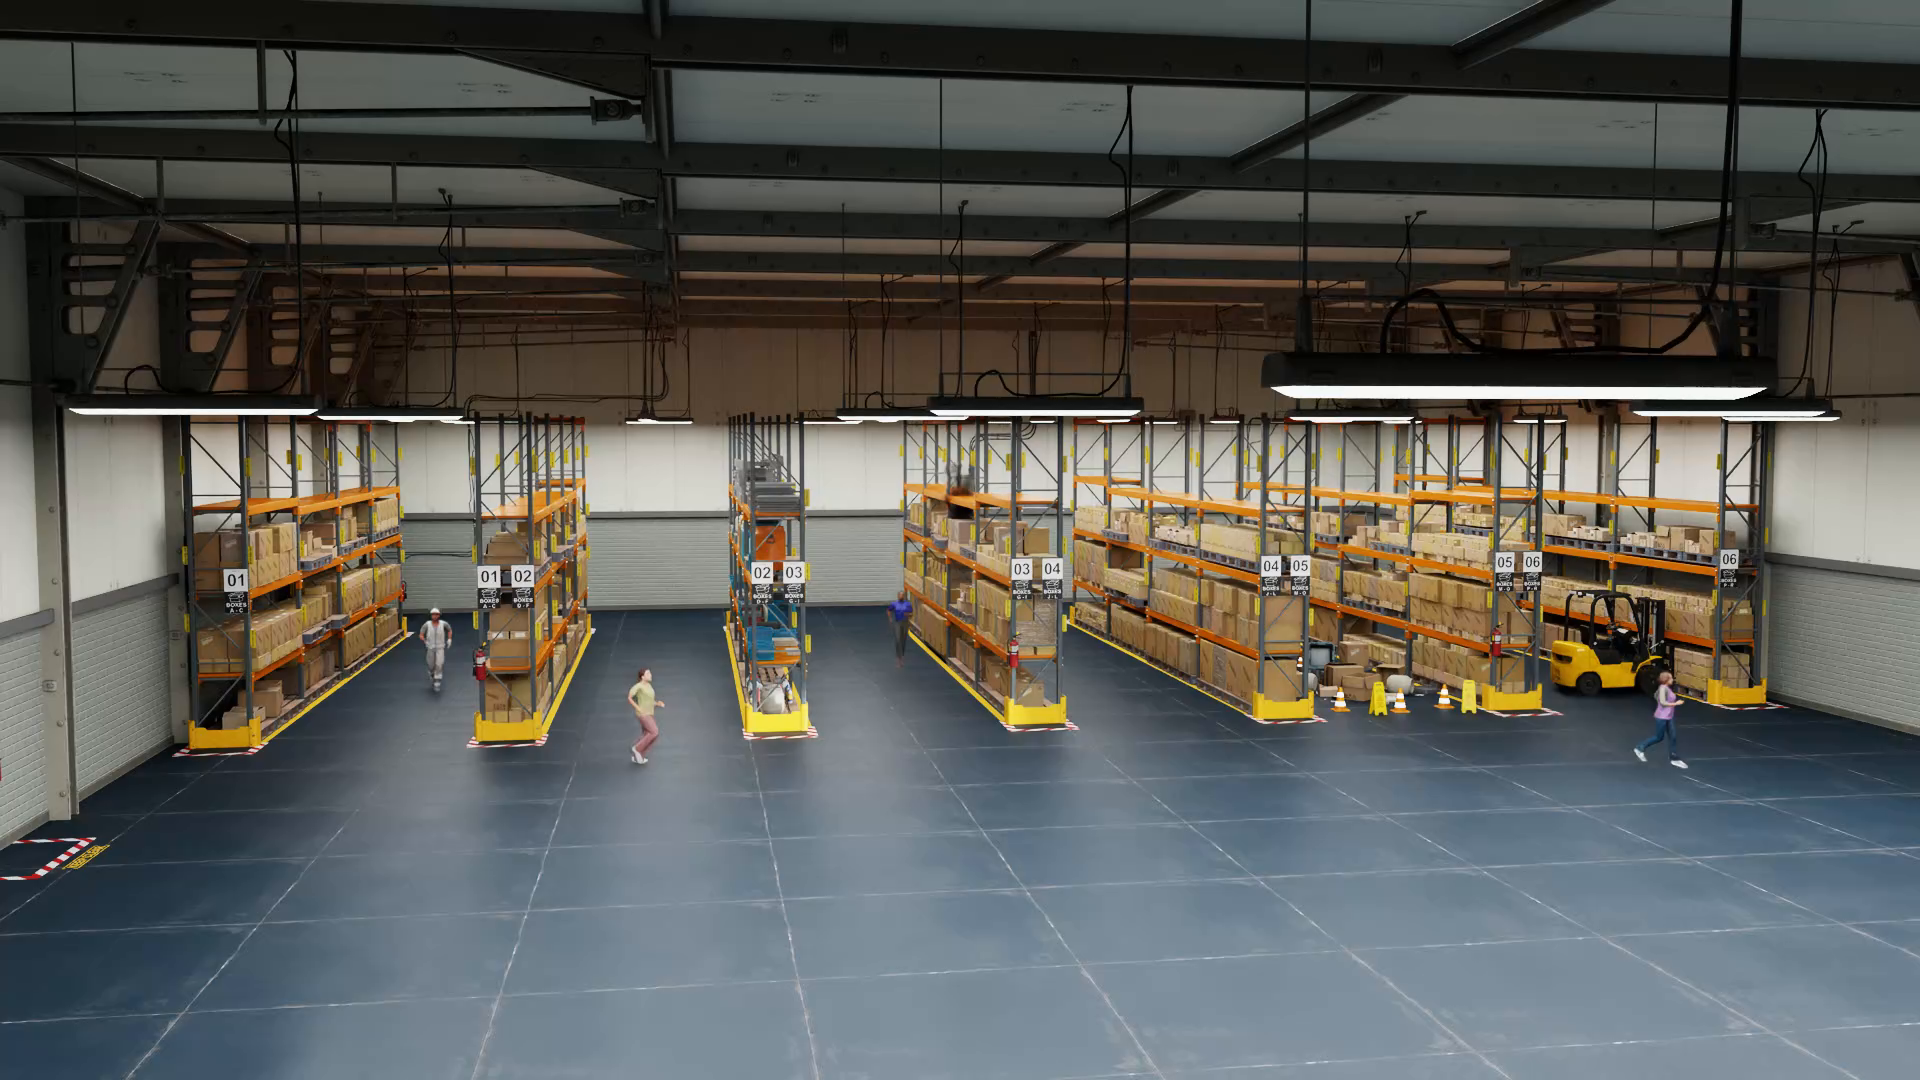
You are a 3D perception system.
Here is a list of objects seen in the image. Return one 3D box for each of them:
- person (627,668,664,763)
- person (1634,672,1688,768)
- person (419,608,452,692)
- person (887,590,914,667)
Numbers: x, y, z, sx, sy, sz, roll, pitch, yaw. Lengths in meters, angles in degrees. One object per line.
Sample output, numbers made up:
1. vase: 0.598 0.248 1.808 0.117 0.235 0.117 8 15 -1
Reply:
1. person: -5.320 2.975 28.219 0.567 1.627 0.553 1 4 15
2. person: 11.799 3.001 27.939 0.859 1.597 0.565 3 5 36
3. person: -11.402 2.374 36.194 0.686 1.792 0.839 -1 4 -17
4. person: -1.348 2.005 38.074 0.557 1.716 0.779 -1 4 -14
